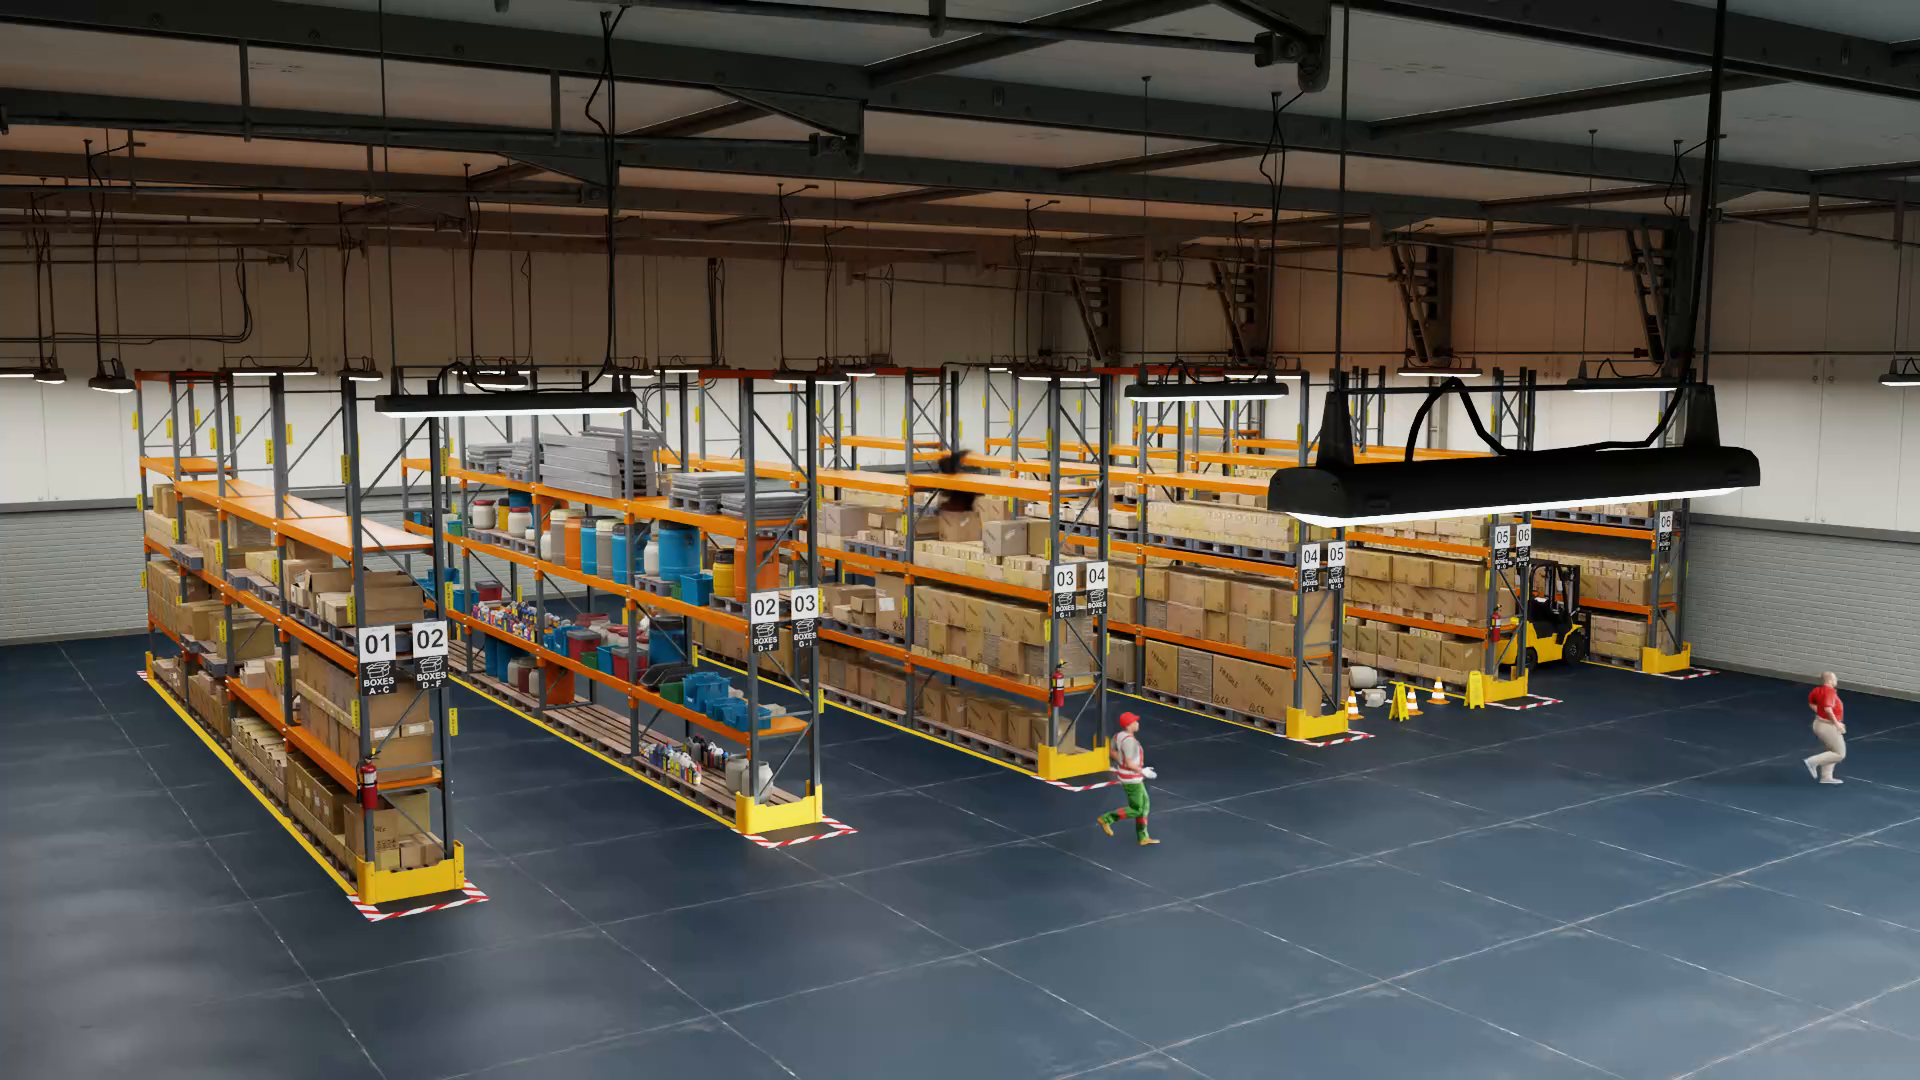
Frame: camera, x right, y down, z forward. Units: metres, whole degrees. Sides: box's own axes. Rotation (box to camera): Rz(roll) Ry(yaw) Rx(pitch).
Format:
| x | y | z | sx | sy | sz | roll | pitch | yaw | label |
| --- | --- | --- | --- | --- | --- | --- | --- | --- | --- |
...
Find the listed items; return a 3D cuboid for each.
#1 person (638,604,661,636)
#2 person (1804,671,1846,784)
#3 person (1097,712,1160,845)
| x | y | z | sx | sy | sz | roll | pitch | yaw | label |
| --- | --- | --- | --- | --- | --- | --- | --- | --- | --- |
| -5.809 | 1.991 | 31.457 | 0.608 | 1.643 | 0.685 | -6 | 9 | -44 | person |
| 12.653 | 2.753 | 24.339 | 0.619 | 1.678 | 0.679 | 0 | 6 | 0 | person |
| 2.160 | 3.064 | 21.343 | 0.848 | 1.748 | 0.669 | -1 | 6 | -7 | person |
